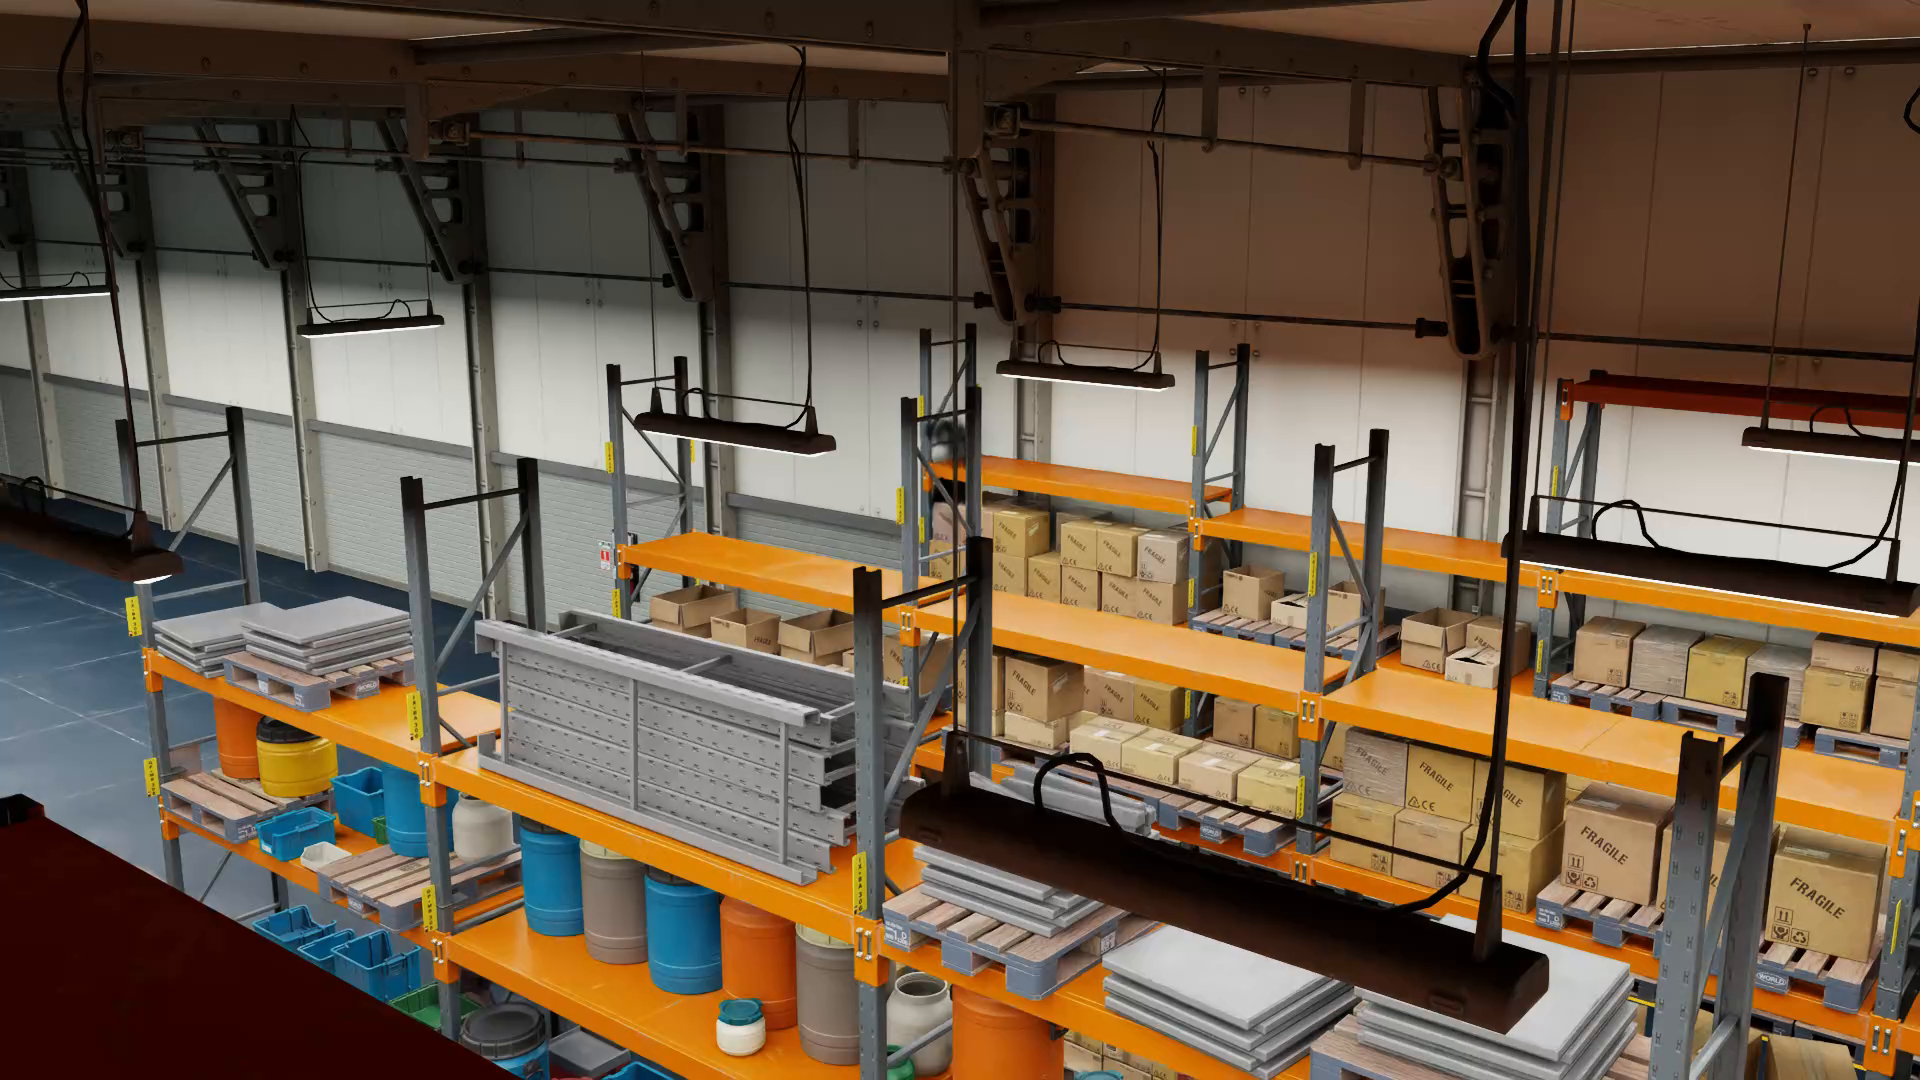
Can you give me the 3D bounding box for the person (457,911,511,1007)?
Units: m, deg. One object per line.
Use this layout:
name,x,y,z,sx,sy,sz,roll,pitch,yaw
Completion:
person,-4.424,3.844,15.393,0.581,1.684,0.678,8,15,30
